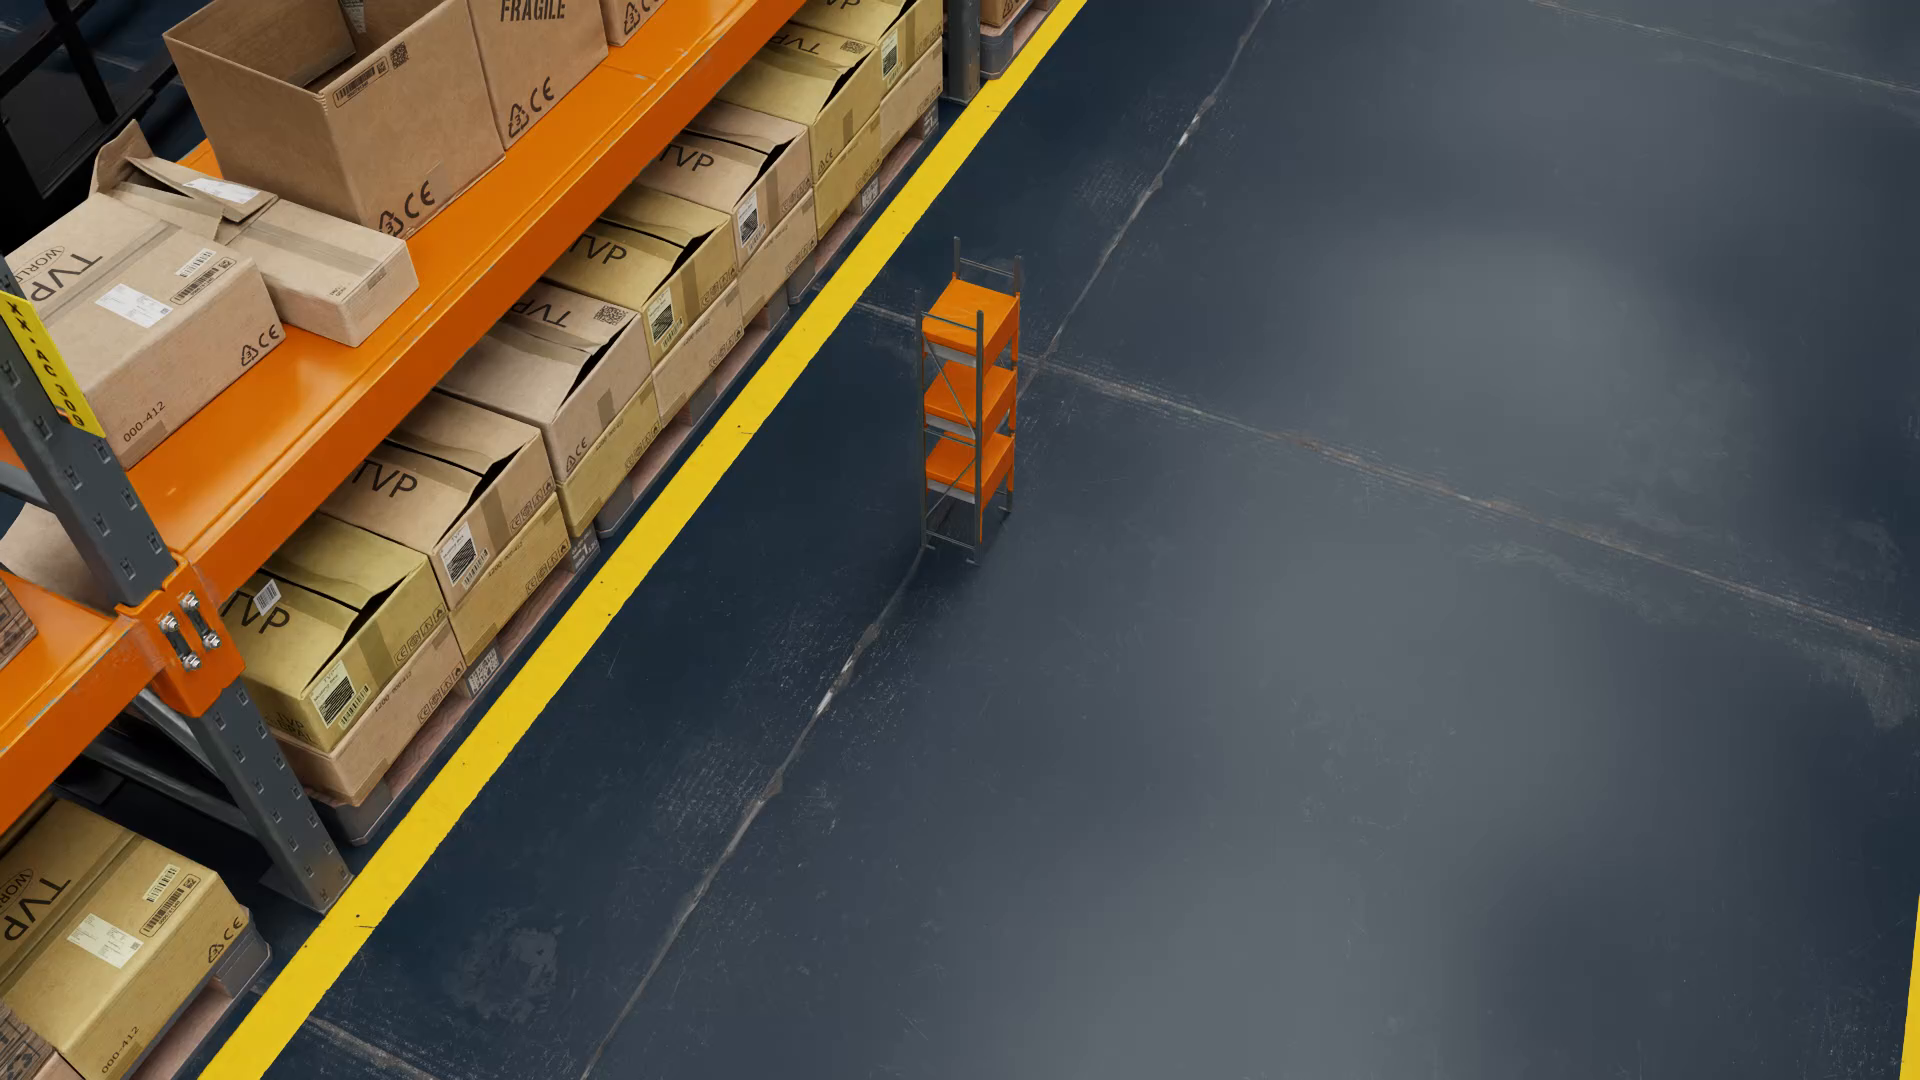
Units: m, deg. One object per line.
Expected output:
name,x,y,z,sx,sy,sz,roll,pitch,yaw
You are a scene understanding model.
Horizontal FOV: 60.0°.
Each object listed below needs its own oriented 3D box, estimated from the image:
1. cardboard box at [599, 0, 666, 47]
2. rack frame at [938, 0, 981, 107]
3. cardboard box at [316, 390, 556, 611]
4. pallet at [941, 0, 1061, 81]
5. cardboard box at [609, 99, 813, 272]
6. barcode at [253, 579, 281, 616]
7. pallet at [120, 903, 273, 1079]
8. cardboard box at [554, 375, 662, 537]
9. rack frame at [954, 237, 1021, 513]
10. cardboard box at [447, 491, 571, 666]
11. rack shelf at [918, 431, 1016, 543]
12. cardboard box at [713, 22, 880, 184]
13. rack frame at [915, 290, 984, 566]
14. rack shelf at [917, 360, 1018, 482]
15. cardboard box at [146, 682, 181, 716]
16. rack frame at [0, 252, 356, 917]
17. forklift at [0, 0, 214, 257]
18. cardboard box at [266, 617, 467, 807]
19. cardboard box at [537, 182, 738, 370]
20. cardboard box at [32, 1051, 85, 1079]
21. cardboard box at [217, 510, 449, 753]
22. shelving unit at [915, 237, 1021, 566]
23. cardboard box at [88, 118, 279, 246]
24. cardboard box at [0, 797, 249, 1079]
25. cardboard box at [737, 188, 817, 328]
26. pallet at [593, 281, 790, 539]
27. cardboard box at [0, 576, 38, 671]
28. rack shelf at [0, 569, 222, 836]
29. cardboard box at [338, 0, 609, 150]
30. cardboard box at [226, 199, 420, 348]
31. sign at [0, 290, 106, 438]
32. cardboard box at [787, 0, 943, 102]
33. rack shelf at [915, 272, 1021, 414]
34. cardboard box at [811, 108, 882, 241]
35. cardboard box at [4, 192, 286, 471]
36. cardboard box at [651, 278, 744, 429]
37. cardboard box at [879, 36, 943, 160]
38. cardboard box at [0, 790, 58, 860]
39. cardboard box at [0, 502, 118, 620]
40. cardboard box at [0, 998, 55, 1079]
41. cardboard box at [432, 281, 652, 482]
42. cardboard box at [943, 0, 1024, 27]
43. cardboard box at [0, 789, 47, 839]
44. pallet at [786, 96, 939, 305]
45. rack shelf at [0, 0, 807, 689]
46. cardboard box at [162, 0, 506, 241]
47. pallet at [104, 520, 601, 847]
cardboard box,-1.098,-1.807,4.753,0.500,0.500,0.500,17,52,14
rack frame,-0.396,-2.936,5.778,1.000,3.000,0.127,20,52,16
cardboard box,-1.484,-0.155,4.573,0.500,0.311,0.500,19,52,16
pallet,-0.043,-2.534,7.267,1.003,0.211,1.213,20,52,16
cardboard box,-0.831,-1.215,5.476,0.500,0.311,0.500,19,52,16
barcode,-1.619,0.135,3.888,0.001,0.075,0.075,20,52,16
pallet,-2.483,1.256,4.042,1.003,0.211,1.213,20,52,16
cardboard box,-1.270,-0.333,5.093,0.500,0.250,0.500,18,52,15
rack frame,0.075,-0.461,4.953,0.200,1.050,0.008,20,52,16
cardboard box,-1.489,0.025,4.789,0.500,0.250,0.500,21,53,17
rack shelf,0.023,-0.190,5.101,0.215,0.259,0.240,20,52,16
cardboard box,-0.613,-1.562,5.771,0.500,0.311,0.500,19,52,16
rack frame,-0.029,-0.293,4.810,0.200,1.050,0.008,20,52,16
rack shelf,0.023,-0.370,4.890,0.215,0.259,0.240,20,52,16
cardboard box,-2.190,0.194,4.645,0.500,0.250,0.500,19,52,16
rack frame,-2.105,-0.181,3.435,1.000,3.000,0.127,20,52,16
forklift,-3.657,-2.162,5.165,1.130,2.935,3.031,12,51,10
cardboard box,-1.709,0.377,4.490,0.500,0.250,0.500,19,52,15
cardboard box,-1.047,-0.871,5.183,0.500,0.311,0.500,21,53,17
cardboard box,-2.328,1.305,3.700,0.500,0.250,0.500,20,52,16
cardboard box,-1.703,0.188,4.282,0.500,0.311,0.500,20,52,16
shelving unit,0.023,-0.377,4.882,0.215,1.050,0.252,20,52,16
cardboard box,-1.895,-0.803,4.052,0.396,0.266,0.258,19,52,15
cardboard box,-2.105,0.964,3.990,0.500,0.250,0.500,20,52,16
cardboard box,-0.835,-1.038,5.693,0.500,0.250,0.500,21,53,17
pallet,-1.305,-0.641,5.657,1.003,0.211,1.213,20,52,16
cardboard box,-2.289,0.094,3.135,0.700,0.500,0.500,19,52,15
rack shelf,-2.959,1.429,2.537,1.077,0.370,4.000,20,52,16
cardboard box,-1.323,-1.445,4.444,0.500,0.500,0.500,20,52,16
cardboard box,-1.541,-0.644,3.993,0.380,0.149,0.250,20,52,16
sign,-1.602,-0.308,2.922,0.100,0.325,0.005,20,52,16
cardboard box,-0.397,-1.922,6.077,0.500,0.311,0.500,21,53,17
rack shelf,0.023,-0.554,4.673,0.215,0.259,0.240,20,52,16
cardboard box,-0.617,-1.383,5.987,0.500,0.250,0.500,19,52,16
cardboard box,-1.934,-0.486,3.792,0.500,0.250,0.500,23,53,18
cardboard box,-1.052,-0.683,5.391,0.500,0.250,0.500,21,53,17
cardboard box,-0.400,-1.739,6.290,0.500,0.250,0.500,21,53,17
cardboard box,-2.577,0.794,4.134,0.500,0.250,0.500,20,52,16
cardboard box,-2.191,0.020,4.425,0.500,0.311,0.500,20,52,16
cardboard box,-2.330,1.062,3.414,0.500,0.500,0.500,20,52,16
cardboard box,-1.264,-0.511,4.877,0.500,0.311,0.500,18,52,15
cardboard box,0.057,-2.489,6.750,0.500,0.500,0.500,22,53,18
cardboard box,-2.586,0.548,3.851,0.500,0.500,0.500,20,52,16
pallet,-0.783,-1.478,6.369,1.003,0.211,1.213,20,52,16
rack shelf,-1.250,-1.325,4.881,1.077,0.370,4.000,20,52,16
cardboard box,-1.537,-1.100,4.151,0.500,0.500,0.500,23,53,19
pallet,-1.825,0.202,4.939,1.003,0.211,1.213,20,52,16
